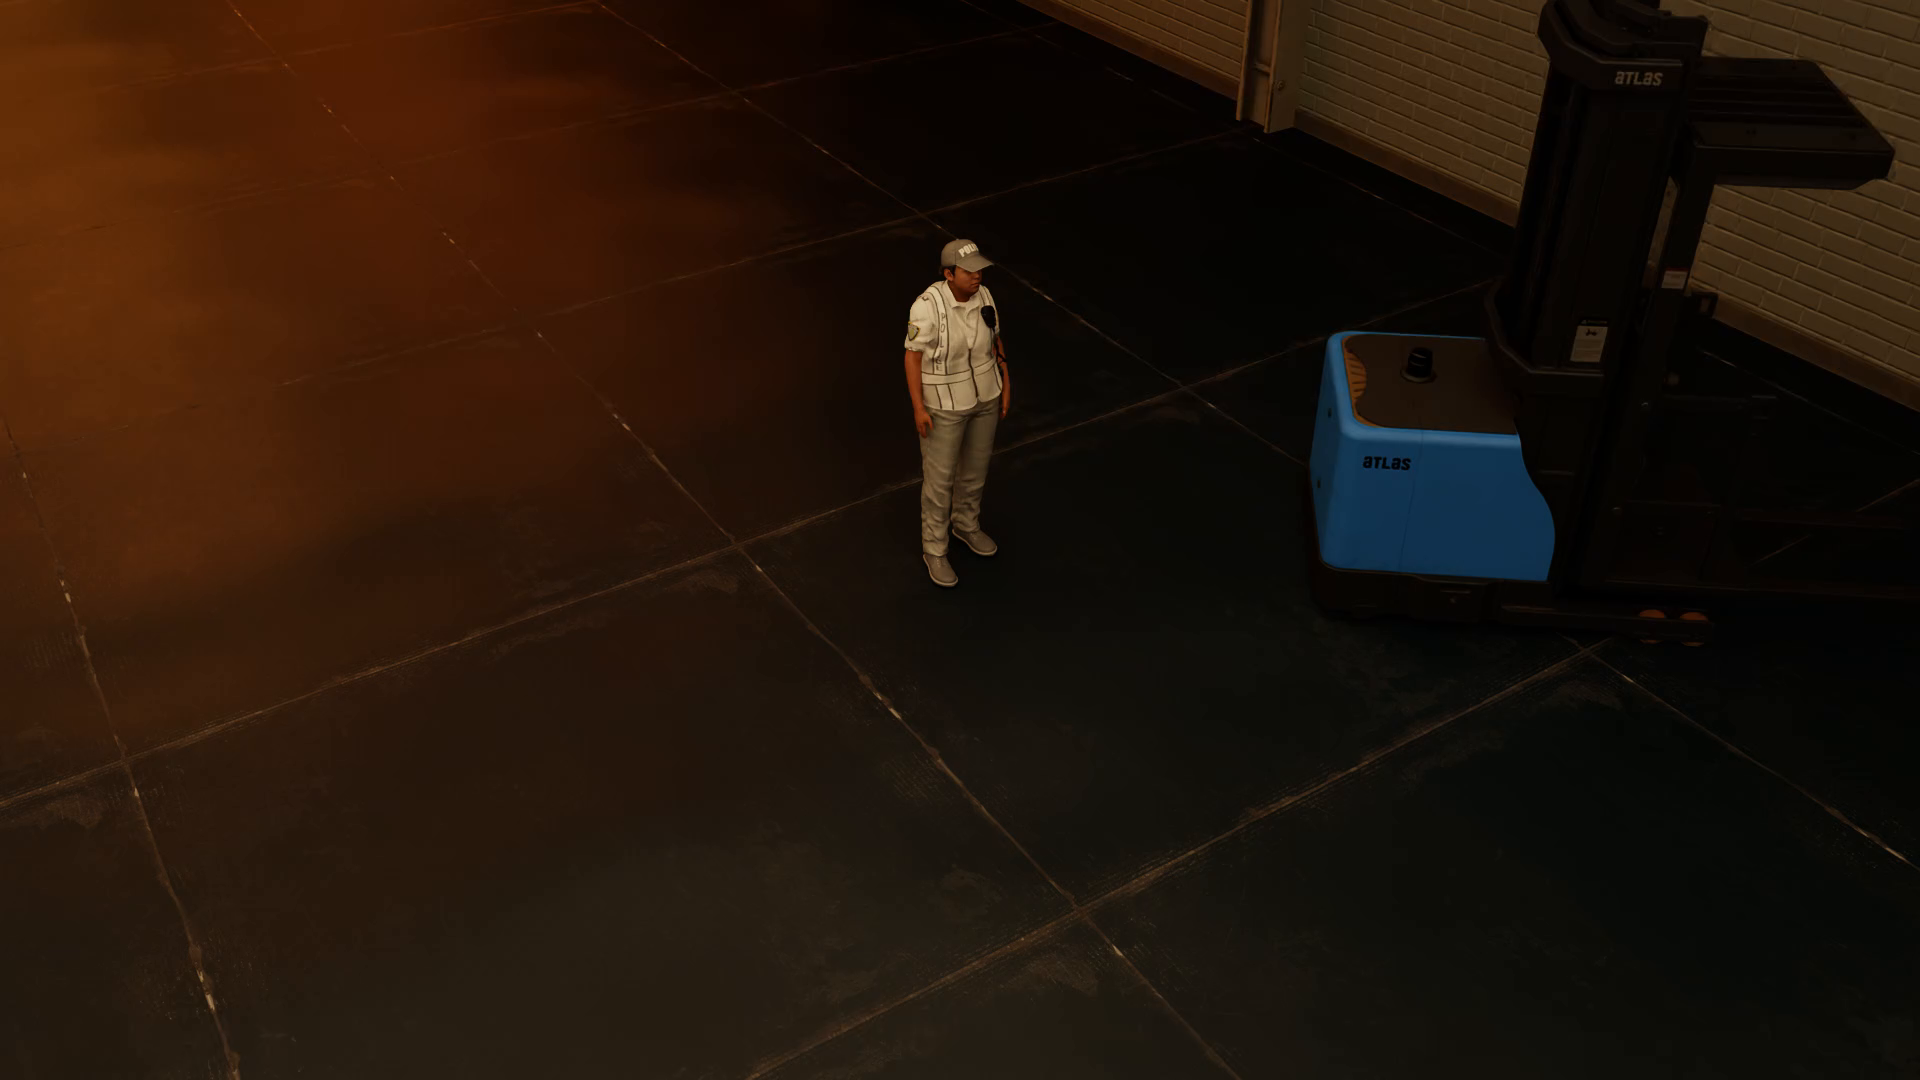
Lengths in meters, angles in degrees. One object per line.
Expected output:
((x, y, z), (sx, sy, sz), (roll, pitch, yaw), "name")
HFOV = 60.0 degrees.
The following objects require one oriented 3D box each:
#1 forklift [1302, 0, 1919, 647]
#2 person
((3.283, -1.012, 7.588), (3.031, 2.935, 1.130), (4, 35, 5), "forklift")
((0.023, -0.643, 8.151), (0.598, 1.670, 0.529), (-21, 40, -27), "person")
